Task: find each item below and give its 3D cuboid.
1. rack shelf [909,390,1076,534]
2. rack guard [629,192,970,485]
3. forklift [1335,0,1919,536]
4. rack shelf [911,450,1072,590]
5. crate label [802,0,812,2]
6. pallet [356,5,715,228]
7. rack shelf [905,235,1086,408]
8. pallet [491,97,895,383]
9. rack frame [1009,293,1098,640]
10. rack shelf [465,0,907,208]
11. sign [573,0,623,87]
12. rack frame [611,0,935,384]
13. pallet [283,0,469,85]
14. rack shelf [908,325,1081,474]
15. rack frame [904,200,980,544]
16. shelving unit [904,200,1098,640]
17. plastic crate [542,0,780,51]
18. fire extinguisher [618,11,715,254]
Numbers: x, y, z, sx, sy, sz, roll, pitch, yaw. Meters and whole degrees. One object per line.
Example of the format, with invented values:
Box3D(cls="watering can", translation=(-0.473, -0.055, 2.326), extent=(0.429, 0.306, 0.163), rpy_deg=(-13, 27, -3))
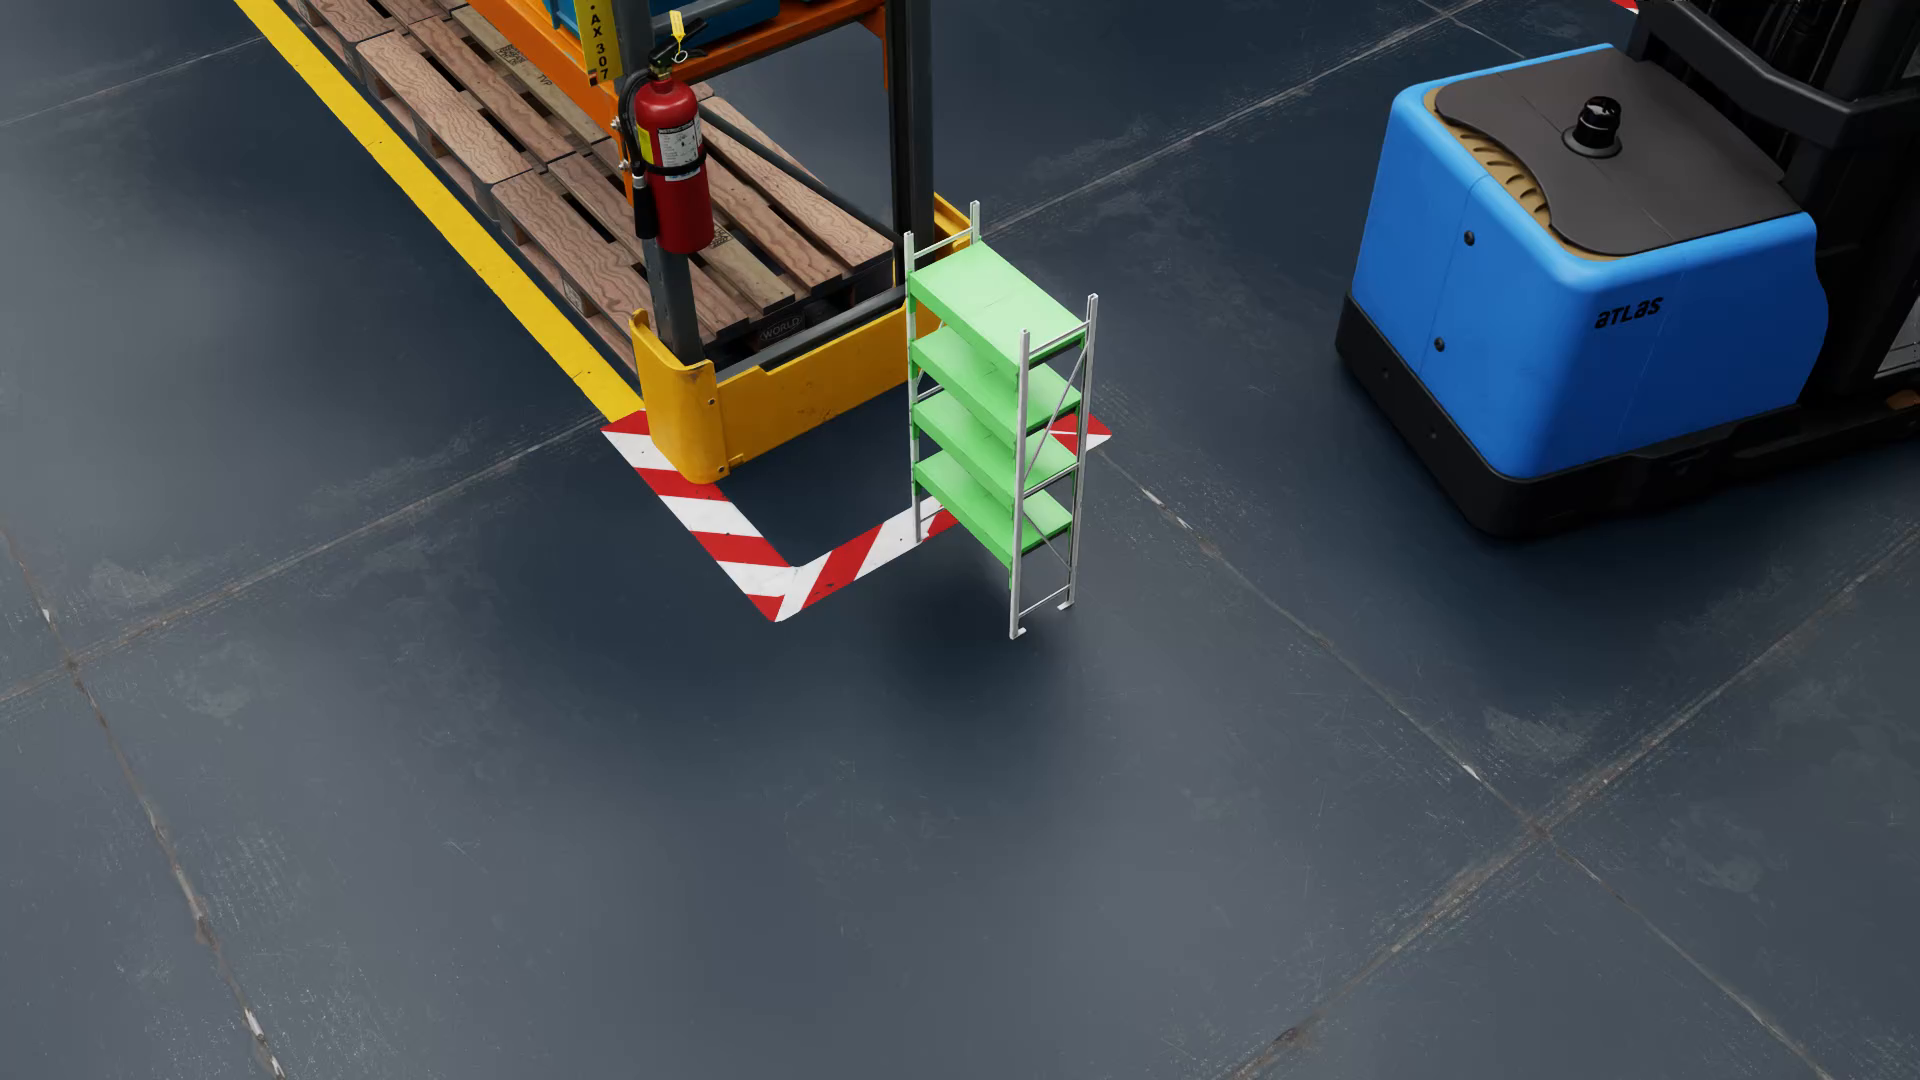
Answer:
Box3D(cls="rack shelf", translation=(0.100, -0.262, 4.764), extent=(0.258, 0.148, 0.480), rpy_deg=(-29, 54, -24))
Box3D(cls="rack guard", translation=(-0.492, -0.691, 5.539), extent=(1.175, 0.500, 0.348), rpy_deg=(-29, 54, -24))
Box3D(cls="forklift", translation=(2.872, -1.676, 4.791), extent=(3.031, 2.935, 1.130), rpy_deg=(-15, 50, -13))
Box3D(cls="rack shelf", translation=(0.100, -0.101, 4.942), extent=(0.258, 0.148, 0.480), rpy_deg=(-29, 54, -24))
Box3D(cls="crate label", translation=(-0.405, -1.797, 4.927), extent=(0.416, 0.233, 0.303), rpy_deg=(-29, 54, -24))
Box3D(cls="pallet", translation=(-1.720, -1.825, 6.762), extent=(1.003, 0.211, 1.213), rpy_deg=(-29, 54, -24))
Box3D(cls="rack shelf", translation=(0.100, -0.585, 4.409), extent=(0.258, 0.148, 0.480), rpy_deg=(-29, 54, -24))
Box3D(cls="pallet", translation=(-0.986, -1.106, 6.111), extent=(1.003, 0.211, 1.213), rpy_deg=(-29, 54, -24))
Box3D(cls="rack frame", translation=(0.248, -0.161, 4.586), extent=(0.240, 1.200, 0.015), rpy_deg=(-29, 54, -24))
Box3D(cls="rack shelf", translation=(-1.728, -2.477, 5.957), extent=(1.077, 0.370, 4.000), rpy_deg=(-29, 54, -24))
Box3D(cls="sign", translation=(-0.945, -1.338, 4.328), extent=(0.100, 0.325, 0.005), rpy_deg=(-29, 54, -24))
Box3D(cls="rack frame", translation=(-0.517, -1.539, 4.621), extent=(1.000, 3.000, 0.127), rpy_deg=(-29, 54, -24))
Box3D(cls="pallet", translation=(-2.463, -2.545, 7.415), extent=(1.003, 0.211, 1.213), rpy_deg=(-29, 54, -24))
Box3D(cls="rack shelf", translation=(0.100, -0.424, 4.586), extent=(0.258, 0.148, 0.480), rpy_deg=(-29, 54, -24))
Box3D(cls="rack frame", translation=(-0.047, -0.449, 4.847), extent=(0.240, 1.200, 0.015), rpy_deg=(-29, 54, -24))
Box3D(cls="shelving unit", translation=(0.100, -0.305, 4.717), extent=(0.258, 1.200, 0.503), rpy_deg=(-29, 54, -24))
Box3D(cls="plastic crate", translation=(-0.869, -1.685, 4.689), extent=(0.616, 0.435, 0.499), rpy_deg=(-29, 54, -24))
Box3D(cls="fire extinguisher", translation=(-0.788, -1.095, 4.522), extent=(0.296, 0.674, 0.183), rpy_deg=(-29, 54, -24))
